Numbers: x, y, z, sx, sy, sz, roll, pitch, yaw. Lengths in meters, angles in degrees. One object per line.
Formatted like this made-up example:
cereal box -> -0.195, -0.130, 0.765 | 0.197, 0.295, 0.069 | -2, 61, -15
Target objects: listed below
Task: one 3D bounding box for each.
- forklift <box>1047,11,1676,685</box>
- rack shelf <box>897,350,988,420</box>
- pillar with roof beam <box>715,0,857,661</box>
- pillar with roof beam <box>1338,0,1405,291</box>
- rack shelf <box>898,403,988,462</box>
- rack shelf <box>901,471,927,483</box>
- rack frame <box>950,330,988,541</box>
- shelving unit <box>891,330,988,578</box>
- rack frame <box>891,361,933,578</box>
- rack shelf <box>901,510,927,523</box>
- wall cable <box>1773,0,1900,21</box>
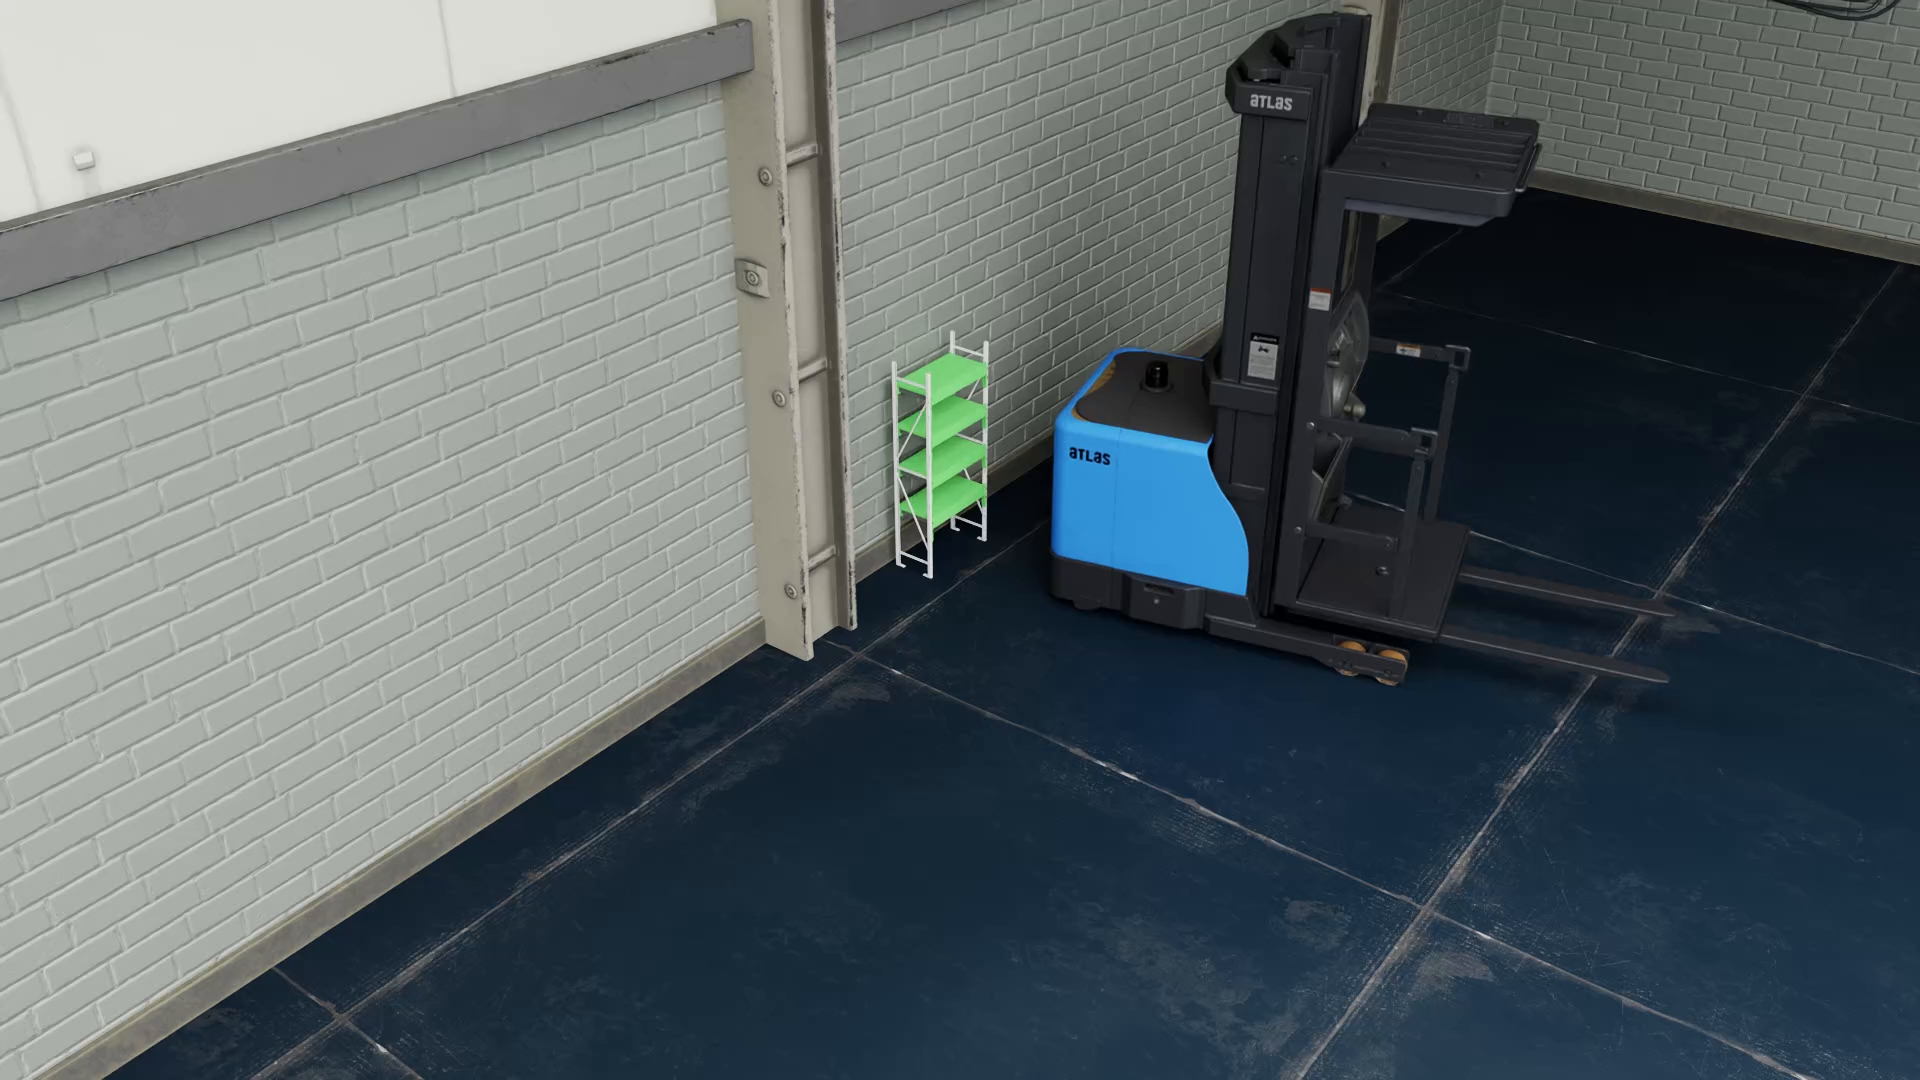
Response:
forklift -> 2.018, -0.867, 7.838 | 3.031, 2.935, 1.130 | 12, 33, 20
rack shelf -> -0.100, -0.807, 8.618 | 0.258, 0.148, 0.480 | 21, 37, 31
pillar with roof beam -> 2.670, -2.073, 3.922 | 9.100, 9.000, 0.400 | 21, 37, 31
pillar with roof beam -> 6.292, -4.512, 8.037 | 9.100, 9.000, 0.400 | 21, 37, 31
rack shelf -> -0.100, -0.600, 8.741 | 0.258, 0.148, 0.480 | 21, 37, 31
rack shelf -> -0.100, -0.419, 8.849 | 0.199, 0.029, 0.442 | 21, 37, 31
rack frame -> 0.047, -0.548, 8.998 | 0.240, 1.200, 0.015 | 21, 37, 31
shelving unit -> -0.100, -0.449, 8.831 | 0.258, 1.200, 0.503 | 21, 37, 31
rack frame -> -0.247, -0.350, 8.663 | 0.240, 1.200, 0.015 | 21, 37, 31
rack shelf -> -0.100, -0.212, 8.971 | 0.199, 0.029, 0.442 | 21, 37, 31
wall cable -> 5.692, -5.292, 12.398 | 3.097, 2.526, 0.112 | 21, 37, 31
